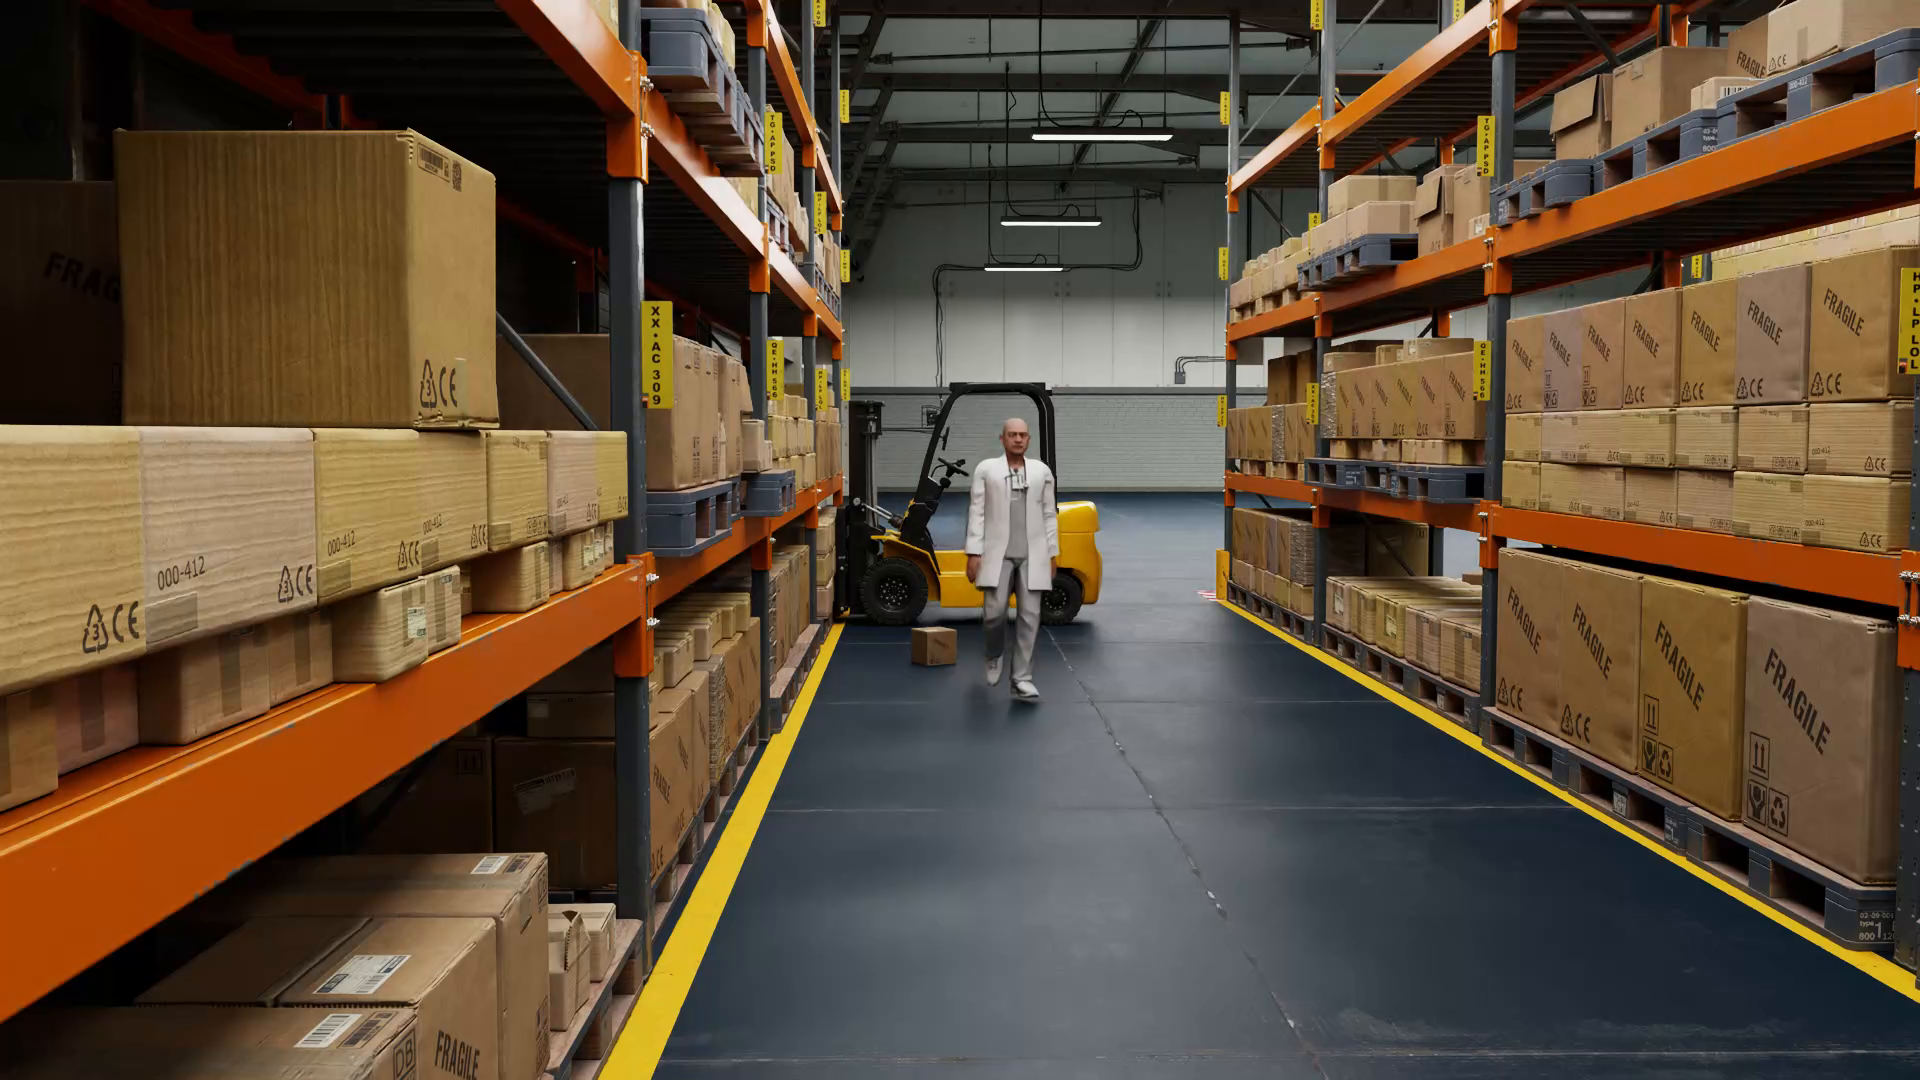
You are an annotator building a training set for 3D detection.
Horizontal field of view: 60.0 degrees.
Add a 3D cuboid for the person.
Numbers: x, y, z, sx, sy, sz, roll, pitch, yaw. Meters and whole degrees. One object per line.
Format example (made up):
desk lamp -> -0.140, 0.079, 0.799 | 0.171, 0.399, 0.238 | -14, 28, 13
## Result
person -> 0.335, 0.103, 10.626 | 0.624, 1.762, 0.635 | -1, 4, -8
